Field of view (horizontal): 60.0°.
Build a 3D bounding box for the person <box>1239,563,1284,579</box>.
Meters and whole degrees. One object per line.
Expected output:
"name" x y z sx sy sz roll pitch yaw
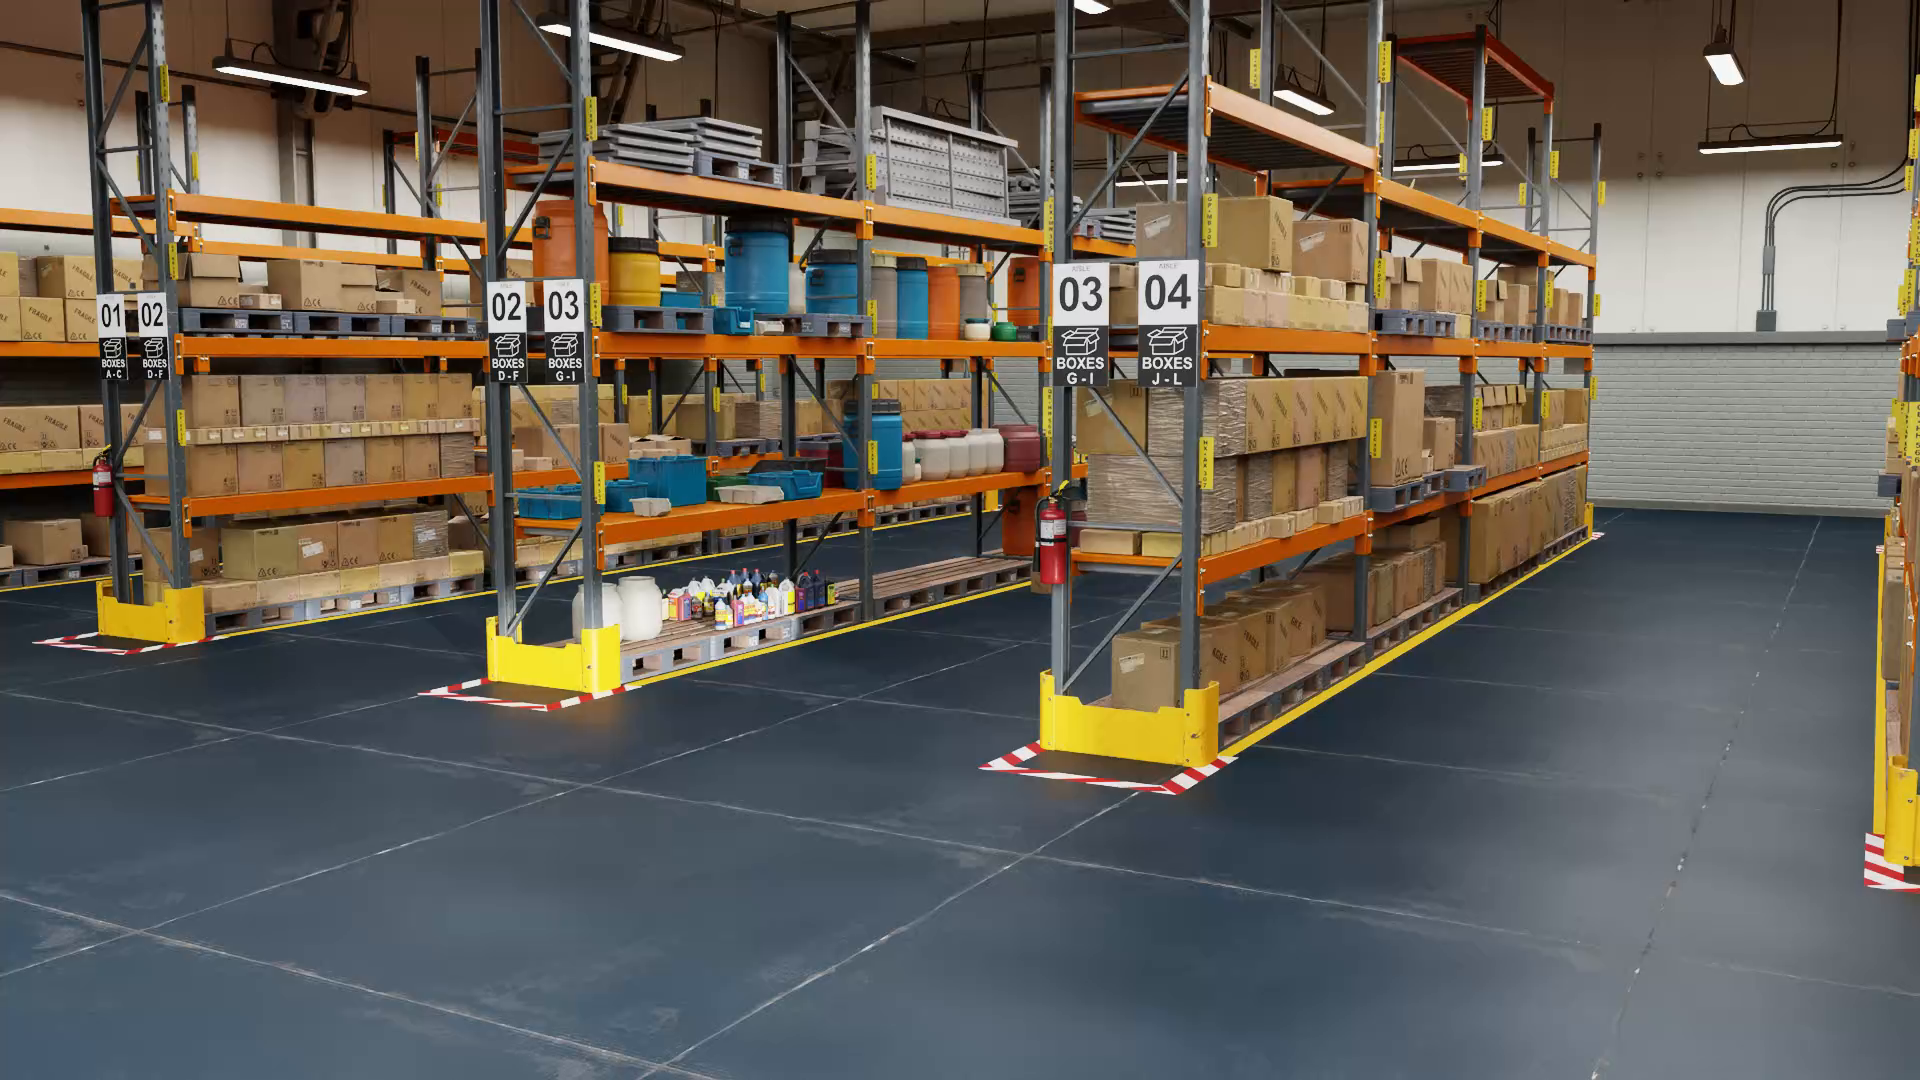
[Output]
"person" 3.610 -0.355 19.603 0.773 1.706 0.485 -3 7 -28
